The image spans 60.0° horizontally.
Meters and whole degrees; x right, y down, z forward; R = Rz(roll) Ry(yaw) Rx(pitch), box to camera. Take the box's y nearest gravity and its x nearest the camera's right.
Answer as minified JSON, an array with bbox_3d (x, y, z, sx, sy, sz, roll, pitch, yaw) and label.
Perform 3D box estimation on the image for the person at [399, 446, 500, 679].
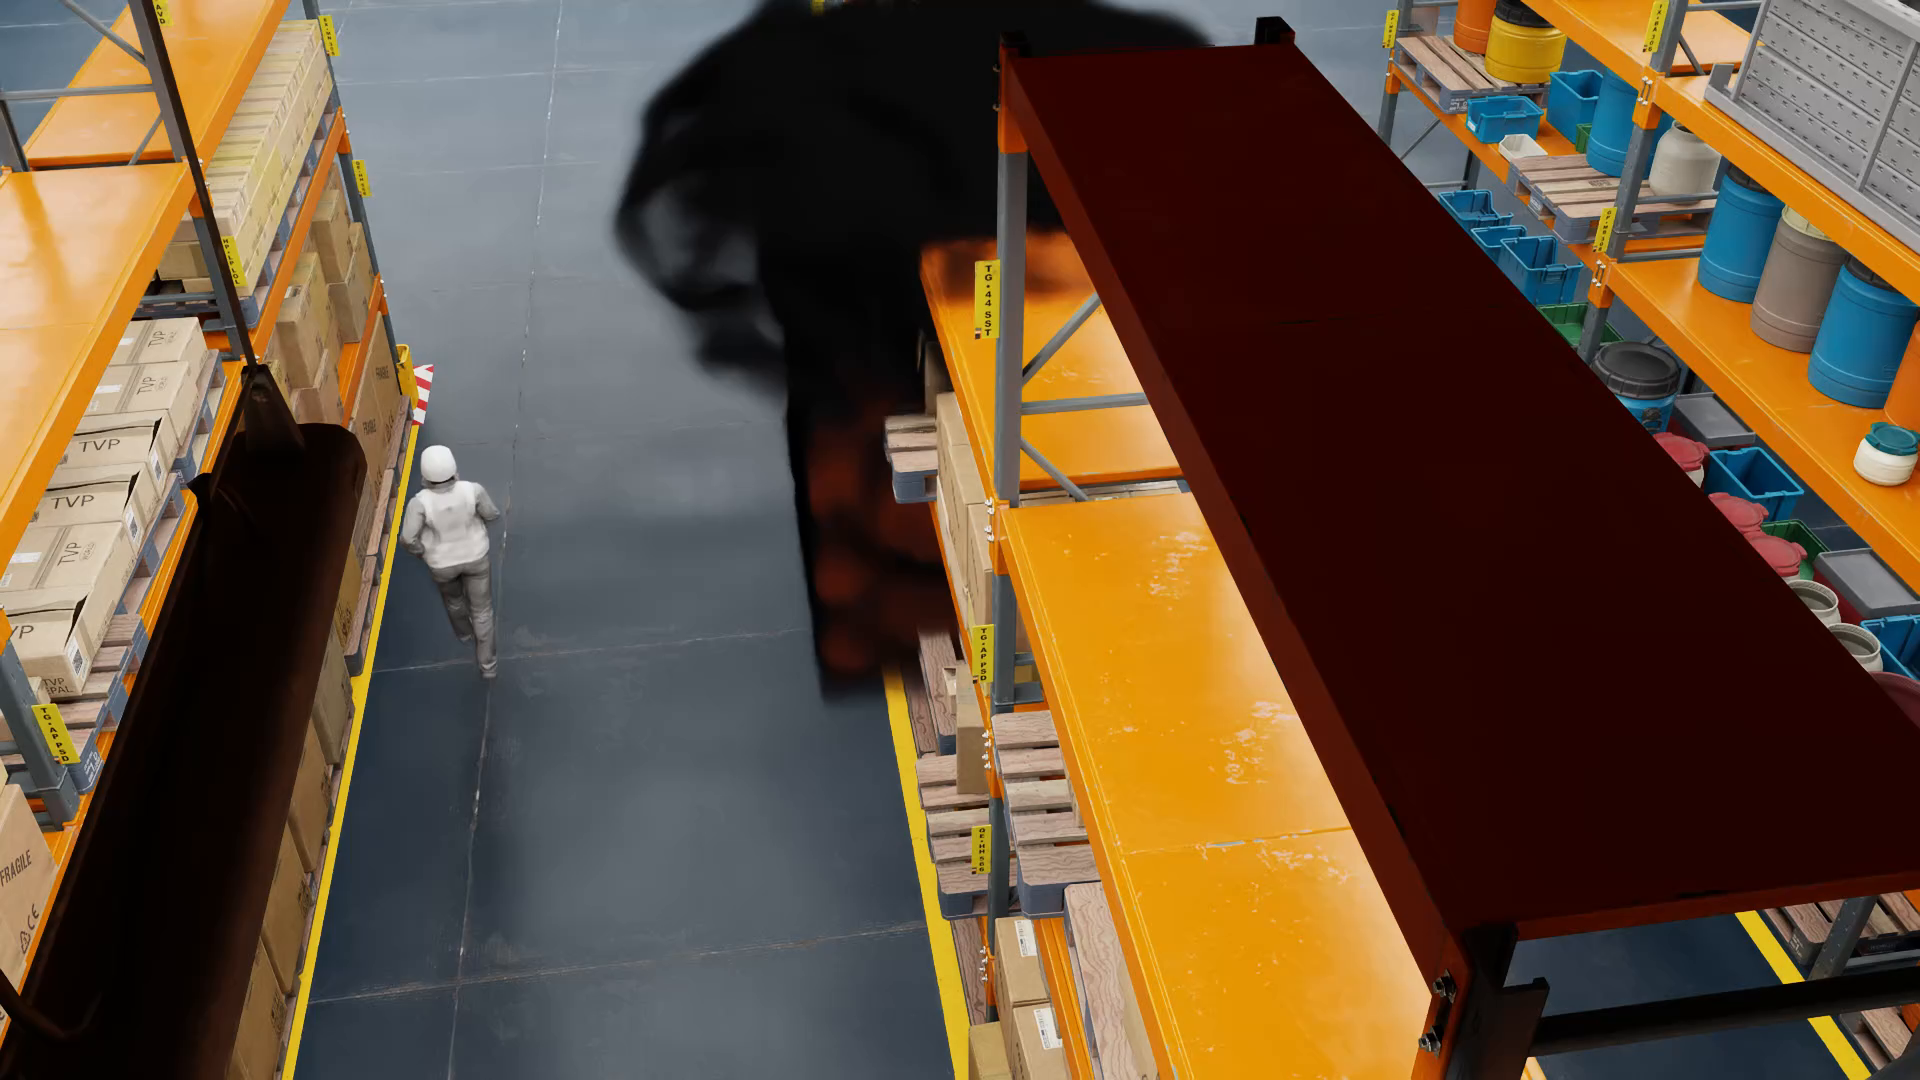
[{"bbox_3d":[-3.403,0.116,11.272,0.653,1.811,0.839,-11,38,-15],"label":"person"}]
